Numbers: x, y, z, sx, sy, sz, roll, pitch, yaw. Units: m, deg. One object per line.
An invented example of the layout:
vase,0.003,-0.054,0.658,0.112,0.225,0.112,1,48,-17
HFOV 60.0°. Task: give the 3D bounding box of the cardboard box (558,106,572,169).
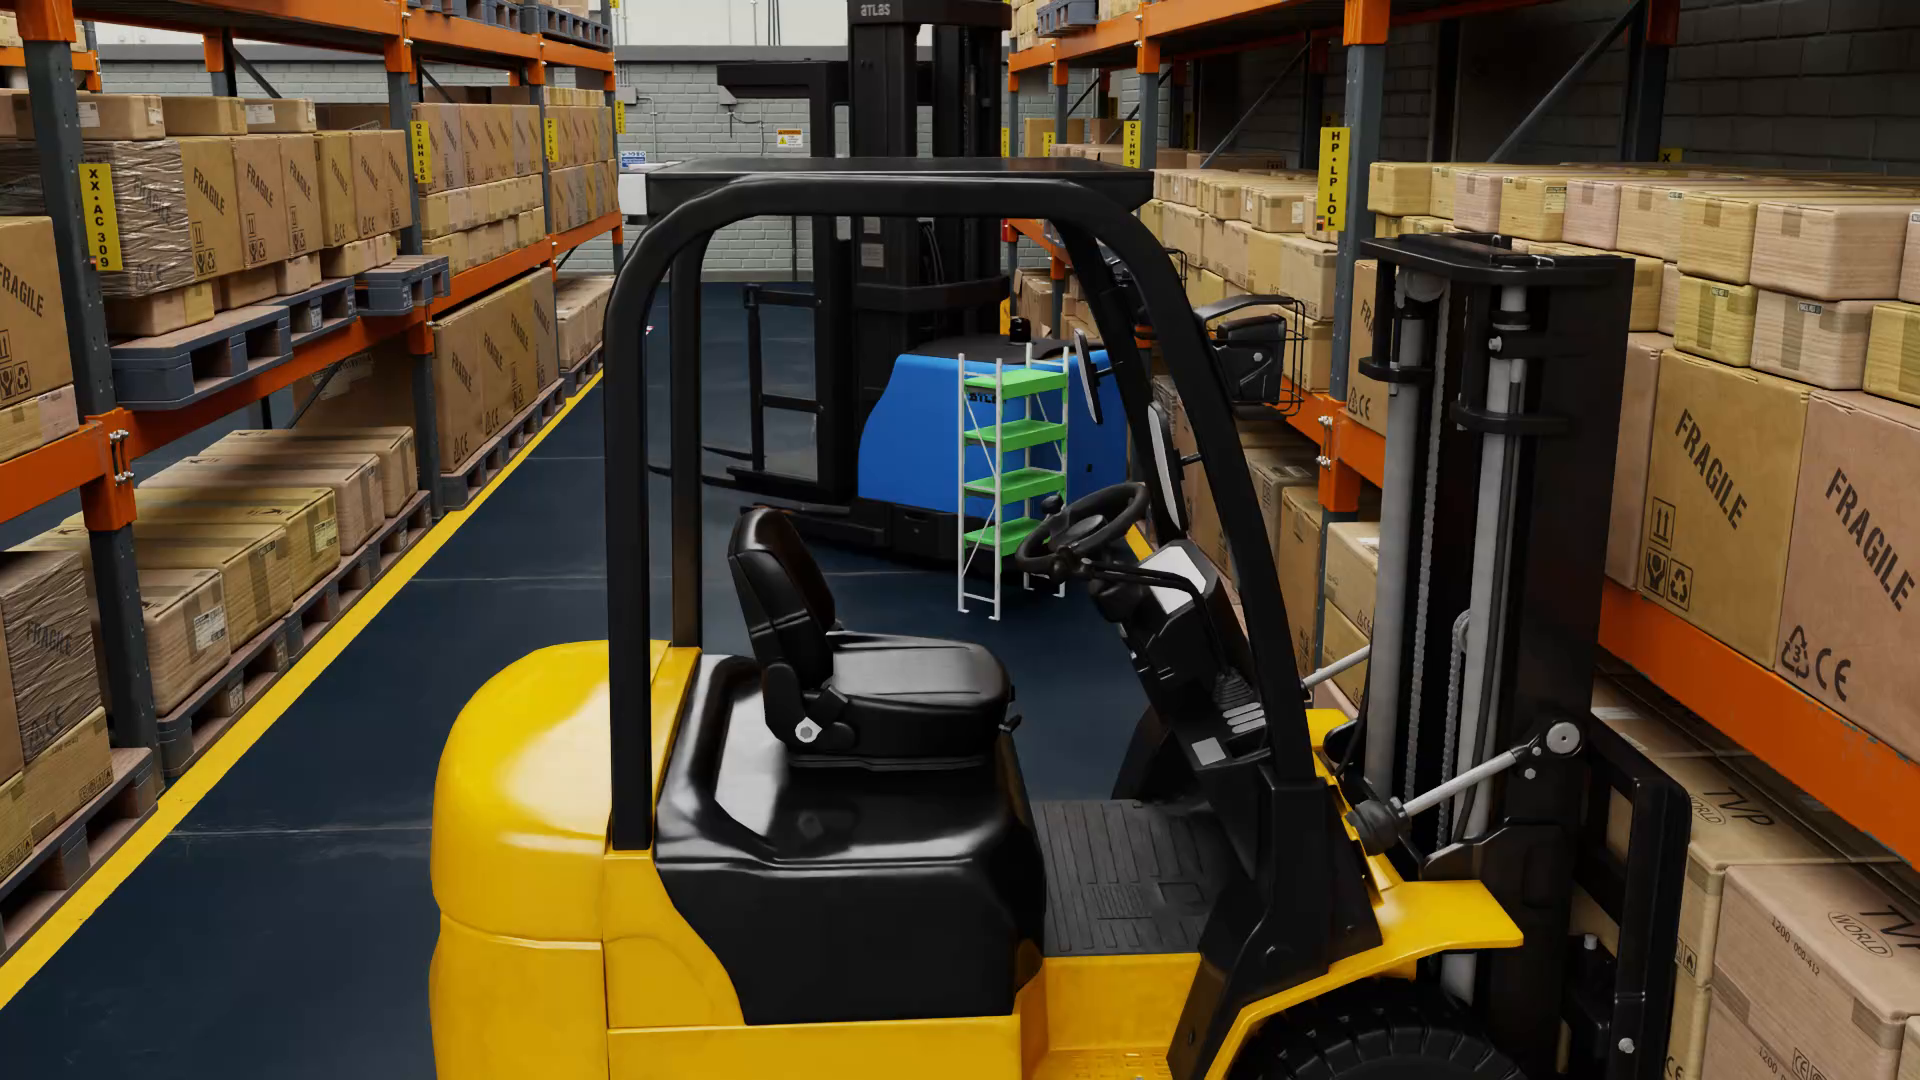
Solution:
cardboard box,-3.519,-3.341,13.784,0.500,0.500,0.500,-1,14,-4

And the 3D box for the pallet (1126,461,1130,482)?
pallet,1.487,-0.479,10.464,1.003,0.211,1.213,-1,14,-3

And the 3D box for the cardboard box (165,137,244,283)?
cardboard box,-2.985,-1.212,6.077,0.500,0.500,0.500,-1,14,-3

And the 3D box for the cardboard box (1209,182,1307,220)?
cardboard box,1.299,-1.474,7.235,0.380,0.149,0.250,-1,14,-5

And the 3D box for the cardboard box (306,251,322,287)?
cardboard box,-3.028,-1.185,7.274,0.380,0.149,0.250,-1,14,-5

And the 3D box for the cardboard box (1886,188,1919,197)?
cardboard box,2.117,-0.632,3.364,0.380,0.149,0.250,-1,14,-3

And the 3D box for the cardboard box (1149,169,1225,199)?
cardboard box,1.222,-1.922,8.974,0.380,0.149,0.250,0,14,-2

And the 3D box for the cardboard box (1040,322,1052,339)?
cardboard box,0.898,-1.740,14.413,0.396,0.266,0.258,0,14,-1

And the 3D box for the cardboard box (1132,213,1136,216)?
cardboard box,1.072,-1.882,9.983,0.380,0.149,0.250,-1,14,-2

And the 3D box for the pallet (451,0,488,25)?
pallet,-3.623,-3.364,10.441,1.003,0.211,1.213,0,14,-1

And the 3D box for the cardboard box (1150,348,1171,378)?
cardboard box,1.213,-1.069,10.033,0.380,0.149,0.250,-2,15,-6

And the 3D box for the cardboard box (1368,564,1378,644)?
cardboard box,1.482,0.248,4.711,0.500,0.250,0.500,-1,14,-3

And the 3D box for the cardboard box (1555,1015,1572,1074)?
cardboard box,1.549,0.986,3.851,0.500,0.250,0.500,0,14,-2

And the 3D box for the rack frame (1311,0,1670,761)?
rack frame,1.744,-0.648,5.526,1.000,3.000,0.127,-1,14,-3

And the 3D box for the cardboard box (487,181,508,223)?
cardboard box,-3.311,-2.244,11.025,0.500,0.250,0.500,-1,14,-2

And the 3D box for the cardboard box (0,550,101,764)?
cardboard box,-2.906,0.337,4.866,0.500,0.500,0.500,-1,14,-4

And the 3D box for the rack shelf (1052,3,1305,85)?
rack shelf,1.372,-3.245,11.042,1.077,0.370,4.000,-1,14,-3

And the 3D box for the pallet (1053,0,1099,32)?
pallet,1.286,-3.578,11.272,1.213,0.211,1.003,-1,14,-3

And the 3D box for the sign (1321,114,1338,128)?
sign,2.050,-2.213,9.285,0.100,0.325,0.005,-1,14,-3

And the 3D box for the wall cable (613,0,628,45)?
wall cable,-4.587,-7.871,21.558,0.463,3.000,0.029,-1,14,-3

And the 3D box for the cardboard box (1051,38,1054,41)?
cardboard box,0.931,-4.054,13.246,0.380,0.149,0.250,-1,14,-4

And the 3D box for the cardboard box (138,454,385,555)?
cardboard box,-3.379,-0.172,8.107,0.950,0.372,0.625,-1,14,-5

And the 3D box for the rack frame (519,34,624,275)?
rack frame,-3.954,-3.555,16.824,1.000,3.000,0.127,-1,14,-3

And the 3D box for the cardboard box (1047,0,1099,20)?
cardboard box,0.968,-4.278,13.318,0.500,0.250,0.500,-1,14,-3

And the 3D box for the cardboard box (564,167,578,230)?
cardboard box,-3.501,-2.855,13.901,0.500,0.500,0.500,-1,14,-3

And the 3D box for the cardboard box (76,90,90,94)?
cardboard box,-8.611,-4.020,15.828,0.500,0.500,0.500,-1,14,-5

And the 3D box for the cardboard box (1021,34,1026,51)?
cardboard box,0.766,-4.623,15.460,0.380,0.149,0.250,-1,14,-4

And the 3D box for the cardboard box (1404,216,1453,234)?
cardboard box,1.519,-0.863,4.859,0.380,0.149,0.250,-1,14,-2

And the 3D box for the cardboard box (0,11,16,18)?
cardboard box,-8.543,-4.710,14.592,0.500,0.250,0.500,-1,14,-3

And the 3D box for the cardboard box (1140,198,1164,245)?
cardboard box,1.255,-1.698,8.904,0.500,0.250,0.500,-1,14,-3

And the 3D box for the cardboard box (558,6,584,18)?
cardboard box,-3.730,-4.924,15.587,0.380,0.149,0.250,-2,15,-8

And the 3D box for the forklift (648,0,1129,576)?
forklift,-0.591,-1.514,9.027,3.031,2.935,1.130,10,18,35

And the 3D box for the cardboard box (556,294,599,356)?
cardboard box,-3.694,-1.903,14.703,0.875,0.438,0.875,-1,14,-5

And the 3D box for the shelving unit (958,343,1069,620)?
shelving unit,0.248,-0.280,7.708,0.258,1.200,0.503,12,19,39

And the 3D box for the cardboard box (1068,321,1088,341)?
cardboard box,1.096,-1.375,12.523,0.500,0.500,0.500,-1,14,-4

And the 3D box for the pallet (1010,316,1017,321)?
pallet,1.055,-2.065,16.629,1.003,0.211,1.213,-1,14,-3

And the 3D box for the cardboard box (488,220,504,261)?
cardboard box,-3.347,-1.999,11.077,0.500,0.250,0.500,-1,14,-3

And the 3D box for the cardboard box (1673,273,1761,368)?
cardboard box,1.587,-0.417,3.123,0.380,0.149,0.250,-1,14,-3

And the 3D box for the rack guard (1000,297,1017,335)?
rack guard,1.005,-2.403,17.363,1.175,0.500,0.348,-1,14,-3

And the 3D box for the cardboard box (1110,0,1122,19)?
cardboard box,1.190,-3.272,10.005,0.500,0.250,0.500,-1,14,-3

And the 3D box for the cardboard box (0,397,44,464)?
cardboard box,-2.864,-0.312,4.723,0.380,0.149,0.250,-1,14,-2

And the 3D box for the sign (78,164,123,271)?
sign,-2.669,-1.000,5.157,0.100,0.325,0.005,-1,14,-3

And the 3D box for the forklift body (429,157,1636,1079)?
forklift body,0.053,0.314,3.489,2.313,2.155,1.214,-1,14,-3

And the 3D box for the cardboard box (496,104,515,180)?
cardboard box,-3.376,-2.731,11.413,0.500,0.500,0.500,0,14,-2

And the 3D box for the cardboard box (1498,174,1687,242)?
cardboard box,1.555,-0.814,4.072,0.380,0.149,0.250,-1,14,-4

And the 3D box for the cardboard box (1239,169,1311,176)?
cardboard box,1.718,-1.928,8.997,0.380,0.149,0.250,0,14,-2

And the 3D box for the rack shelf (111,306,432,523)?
rack shelf,-3.334,-0.720,7.248,1.077,0.370,4.000,-1,14,-3

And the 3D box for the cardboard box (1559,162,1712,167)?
cardboard box,2.065,-1.080,5.105,0.380,0.149,0.250,-1,14,-3

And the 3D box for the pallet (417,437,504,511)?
pallet,-3.432,-0.412,10.205,1.003,0.211,1.213,-1,14,-3
